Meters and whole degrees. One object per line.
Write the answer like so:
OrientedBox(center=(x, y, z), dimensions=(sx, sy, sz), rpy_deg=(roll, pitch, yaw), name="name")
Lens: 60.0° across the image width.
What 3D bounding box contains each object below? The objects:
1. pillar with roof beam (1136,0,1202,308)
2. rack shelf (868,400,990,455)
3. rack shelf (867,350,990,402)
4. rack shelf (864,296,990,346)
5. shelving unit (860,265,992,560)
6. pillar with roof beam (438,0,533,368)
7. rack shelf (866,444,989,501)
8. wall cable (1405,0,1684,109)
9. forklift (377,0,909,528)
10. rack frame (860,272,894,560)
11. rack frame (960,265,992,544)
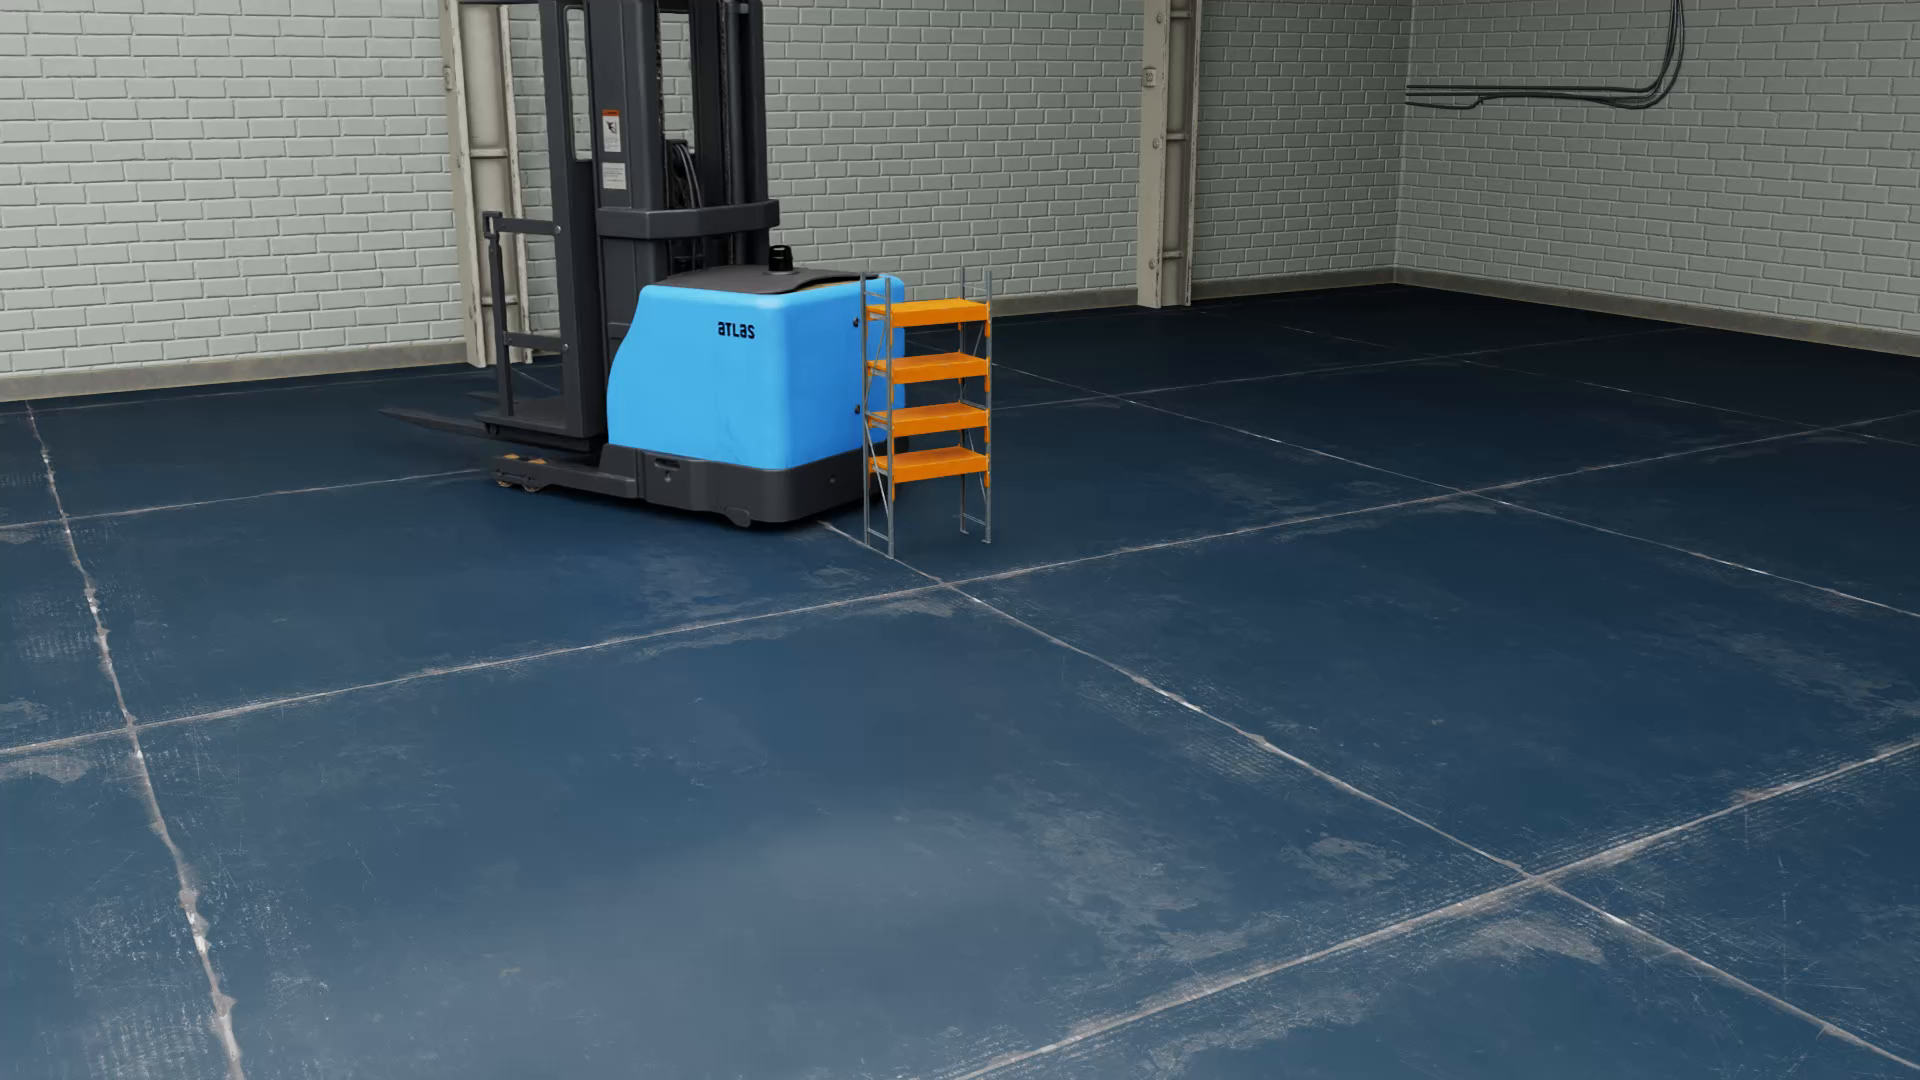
OrientedBox(center=(4.045, -5.453, 10.189), dimensions=(0.400, 9.000, 9.100), rpy_deg=(-9, 18, -30), name="pillar with roof beam")
OrientedBox(center=(-0.142, -0.490, 7.184), dimensions=(0.480, 0.148, 0.258), rpy_deg=(-9, 18, -30), name="rack shelf")
OrientedBox(center=(-0.142, -0.705, 7.124), dimensions=(0.480, 0.148, 0.258), rpy_deg=(-9, 18, -30), name="rack shelf")
OrientedBox(center=(-0.142, -0.933, 7.060), dimensions=(0.480, 0.148, 0.258), rpy_deg=(-9, 18, -30), name="rack shelf")
OrientedBox(center=(-0.142, -0.555, 7.166), dimensions=(0.503, 1.200, 0.258), rpy_deg=(-9, 18, -30), name="shelving unit")
OrientedBox(center=(-1.098, -4.619, 7.214), dimensions=(0.400, 9.000, 9.100), rpy_deg=(-9, 18, -30), name="pillar with roof beam")
OrientedBox(center=(-0.142, -0.299, 7.238), dimensions=(0.480, 0.148, 0.258), rpy_deg=(-9, 18, -30), name="rack shelf")
OrientedBox(center=(5.035, -5.057, 14.531), dimensions=(0.112, 2.526, 3.097), rpy_deg=(-9, 18, -30), name="wall cable")
OrientedBox(center=(-1.756, -1.753, 8.232), dimensions=(3.031, 2.935, 1.130), rpy_deg=(10, 19, 33), name="forklift")
OrientedBox(center=(-0.351, -0.521, 7.045), dimensions=(0.015, 1.200, 0.240), rpy_deg=(-9, 18, -30), name="rack frame")
OrientedBox(center=(0.067, -0.589, 7.287), dimensions=(0.015, 1.200, 0.240), rpy_deg=(-9, 18, -30), name="rack frame")
